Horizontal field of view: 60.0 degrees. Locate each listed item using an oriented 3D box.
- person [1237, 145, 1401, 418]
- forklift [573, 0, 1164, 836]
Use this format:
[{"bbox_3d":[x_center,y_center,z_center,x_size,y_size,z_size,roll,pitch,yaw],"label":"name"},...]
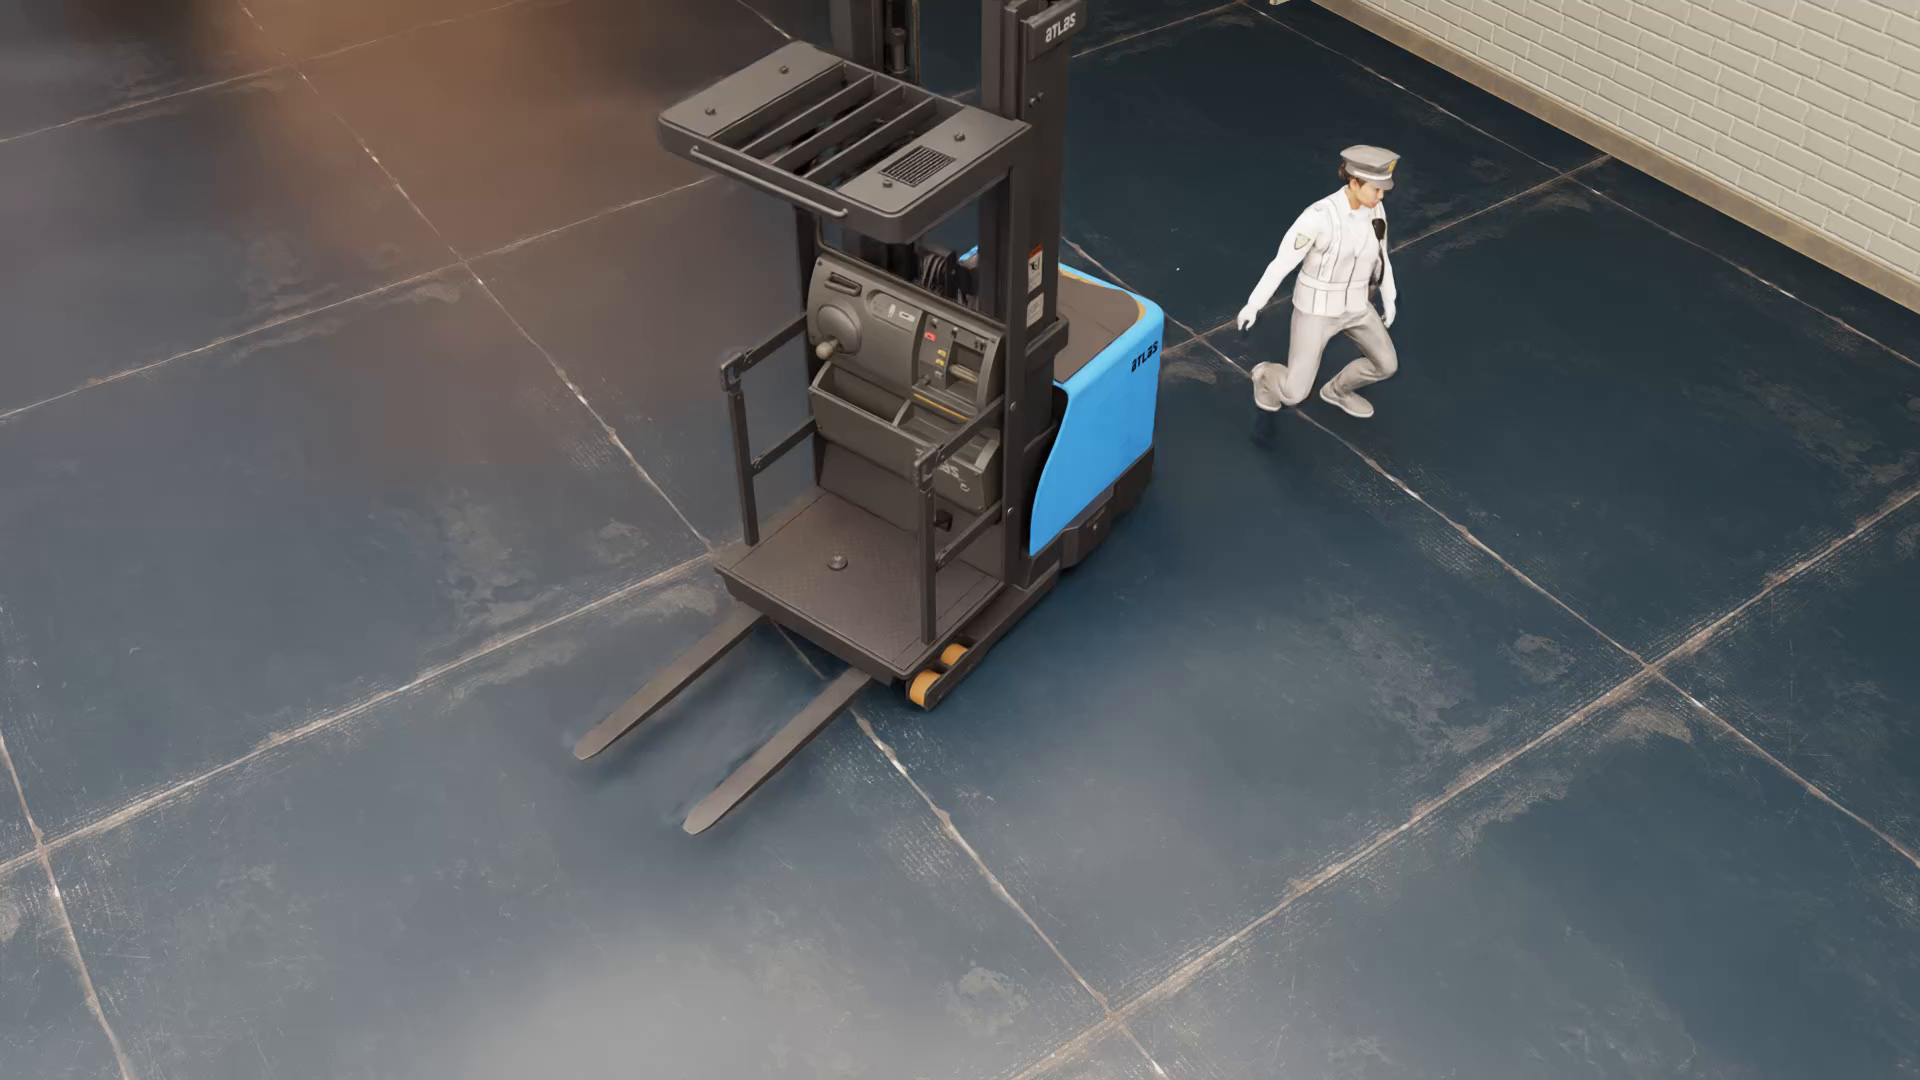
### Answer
[{"bbox_3d":[1.706,-1.148,7.858,0.796,1.521,0.513,-13,44,-14],"label":"person"},{"bbox_3d":[-0.363,-0.741,6.520,1.130,2.935,3.031,27,49,27],"label":"forklift"}]
